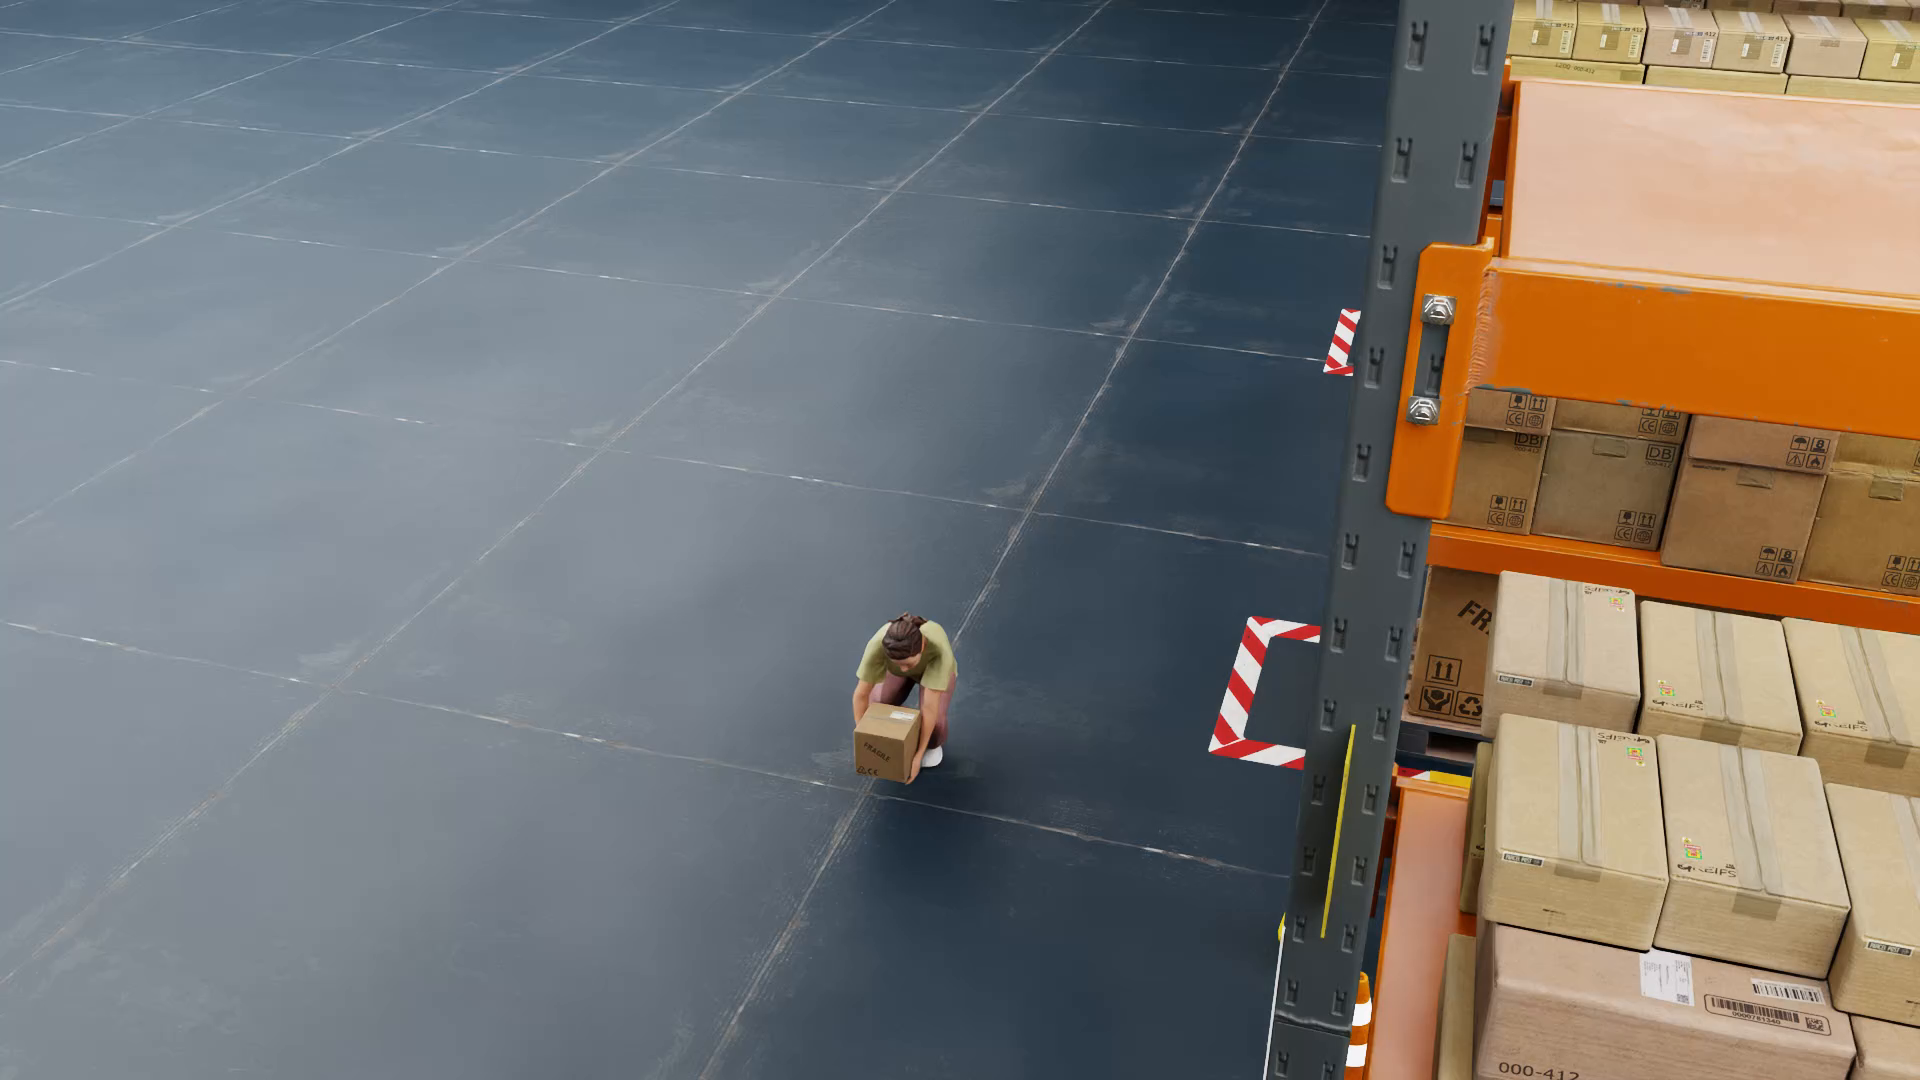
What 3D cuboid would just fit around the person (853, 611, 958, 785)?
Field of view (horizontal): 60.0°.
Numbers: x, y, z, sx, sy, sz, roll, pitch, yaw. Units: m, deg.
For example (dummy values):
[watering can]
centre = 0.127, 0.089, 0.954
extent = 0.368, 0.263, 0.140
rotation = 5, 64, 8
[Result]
[person]
centre = -0.248, 0.686, 8.046
extent = 0.473, 0.935, 0.788
rotation = 8, 30, 15
